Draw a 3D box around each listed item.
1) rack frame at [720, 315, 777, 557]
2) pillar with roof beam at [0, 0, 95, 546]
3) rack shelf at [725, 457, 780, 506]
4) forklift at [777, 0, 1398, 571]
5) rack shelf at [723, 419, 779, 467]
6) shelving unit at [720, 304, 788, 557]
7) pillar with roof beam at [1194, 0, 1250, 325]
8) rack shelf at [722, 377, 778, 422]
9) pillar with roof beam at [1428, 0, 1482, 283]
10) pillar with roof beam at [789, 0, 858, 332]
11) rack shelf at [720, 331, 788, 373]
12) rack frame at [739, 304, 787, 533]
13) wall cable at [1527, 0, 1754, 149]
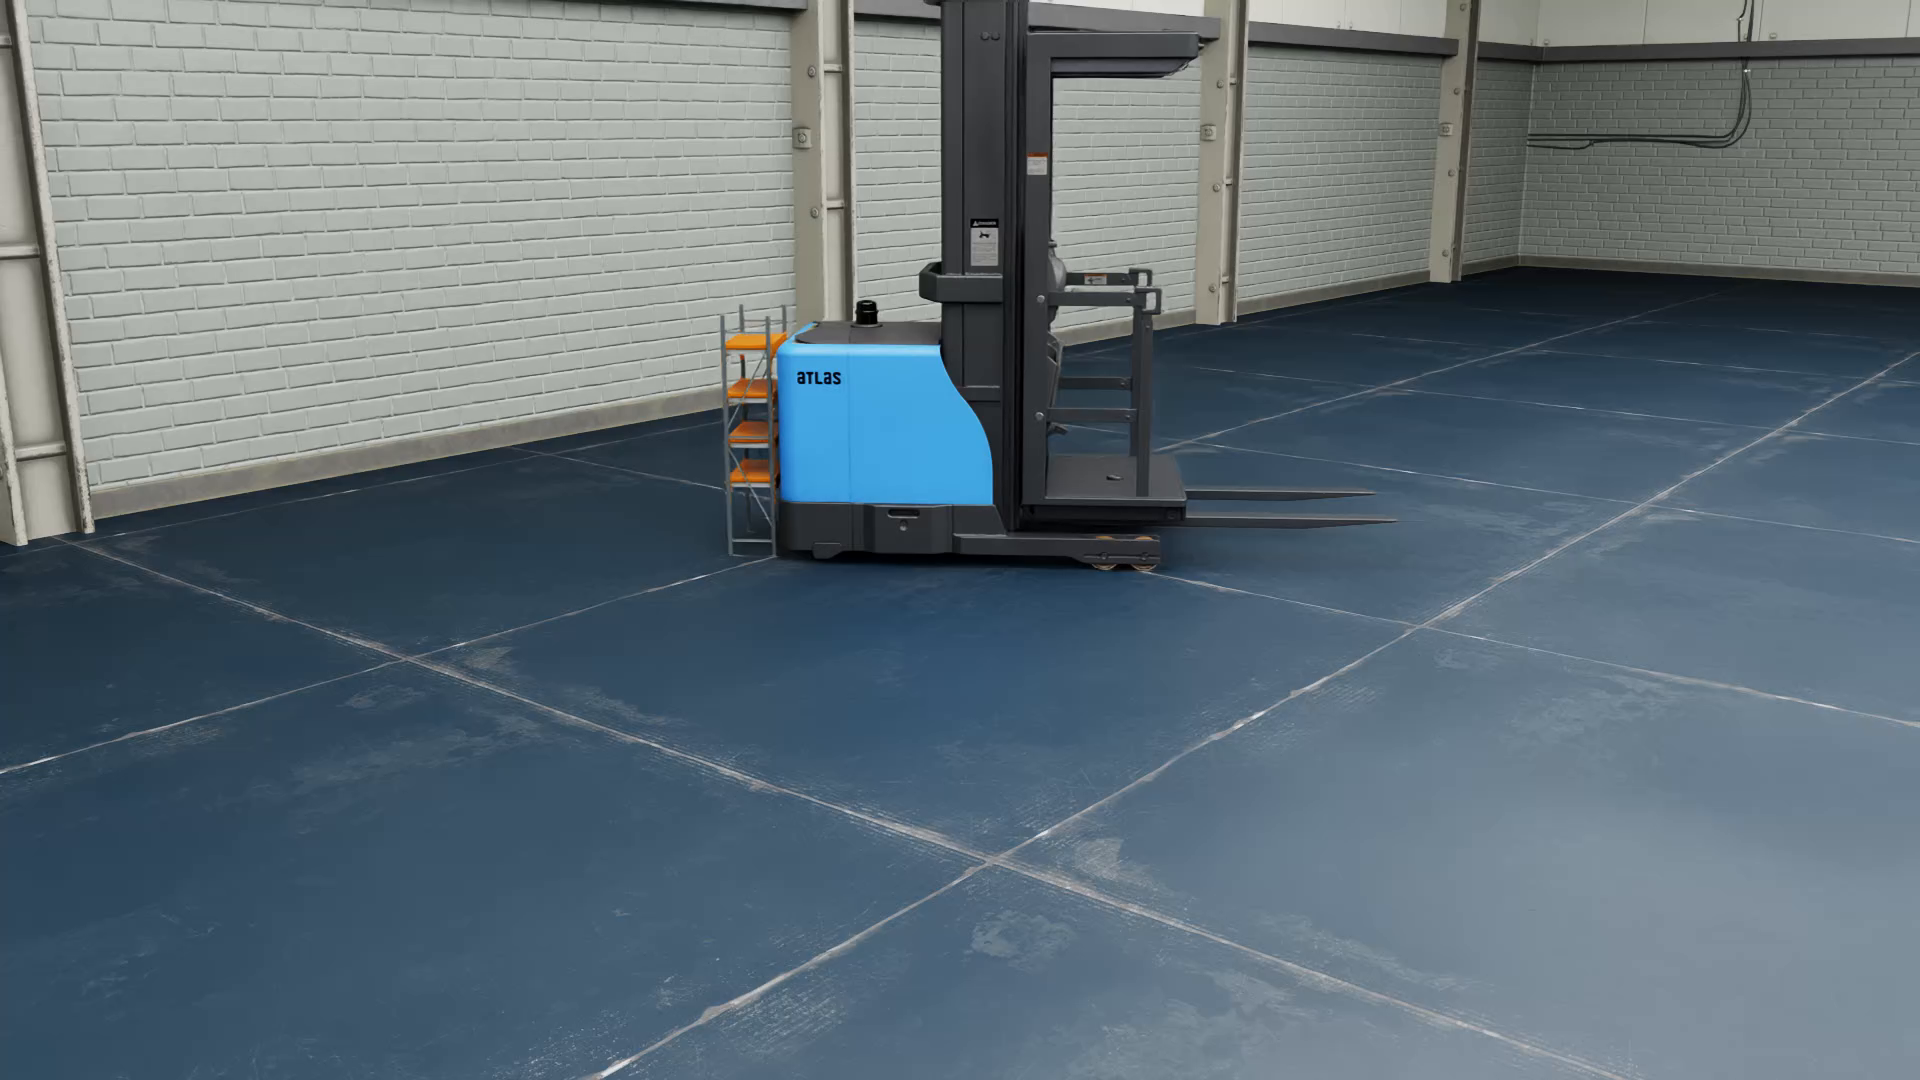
[{"bbox_3d":[-1.035,-0.499,8.149,0.240,1.200,0.015,1,14,3],"label":"rack frame"},{"bbox_3d":[-1.468,-3.726,5.012,9.100,9.000,0.400,11,18,38],"label":"pillar with roof beam"},{"bbox_3d":[-1.020,-0.301,8.451,0.258,0.148,0.480,1,14,3],"label":"rack shelf"},{"bbox_3d":[0.645,-1.406,8.206,3.031,2.935,1.130,1,14,4],"label":"forklift"},{"bbox_3d":[-1.020,-0.493,8.402,0.258,0.148,0.480,1,14,3],"label":"rack shelf"},{"bbox_3d":[-1.020,-0.559,8.385,0.258,1.200,0.503,1,14,3],"label":"shelving unit"},{"bbox_3d":[6.074,-6.024,14.058,9.100,9.000,0.400,11,18,38],"label":"pillar with roof beam"},{"bbox_3d":[-1.020,-0.710,8.347,0.258,0.148,0.480,1,14,3],"label":"rack shelf"},{"bbox_3d":[9.845,-7.173,18.581,9.100,9.000,0.400,11,18,38],"label":"pillar with roof beam"},{"bbox_3d":[2.303,-4.875,9.535,9.100,9.000,0.400,11,18,38],"label":"pillar with roof beam"},{"bbox_3d":[-1.020,-0.940,8.288,0.258,0.148,0.480,1,14,3],"label":"rack shelf"},{"bbox_3d":[-1.006,-0.619,8.621,0.240,1.200,0.015,1,14,3],"label":"rack frame"},{"bbox_3d":[9.377,-6.694,23.001,3.097,2.526,0.112,11,18,38],"label":"wall cable"}]
